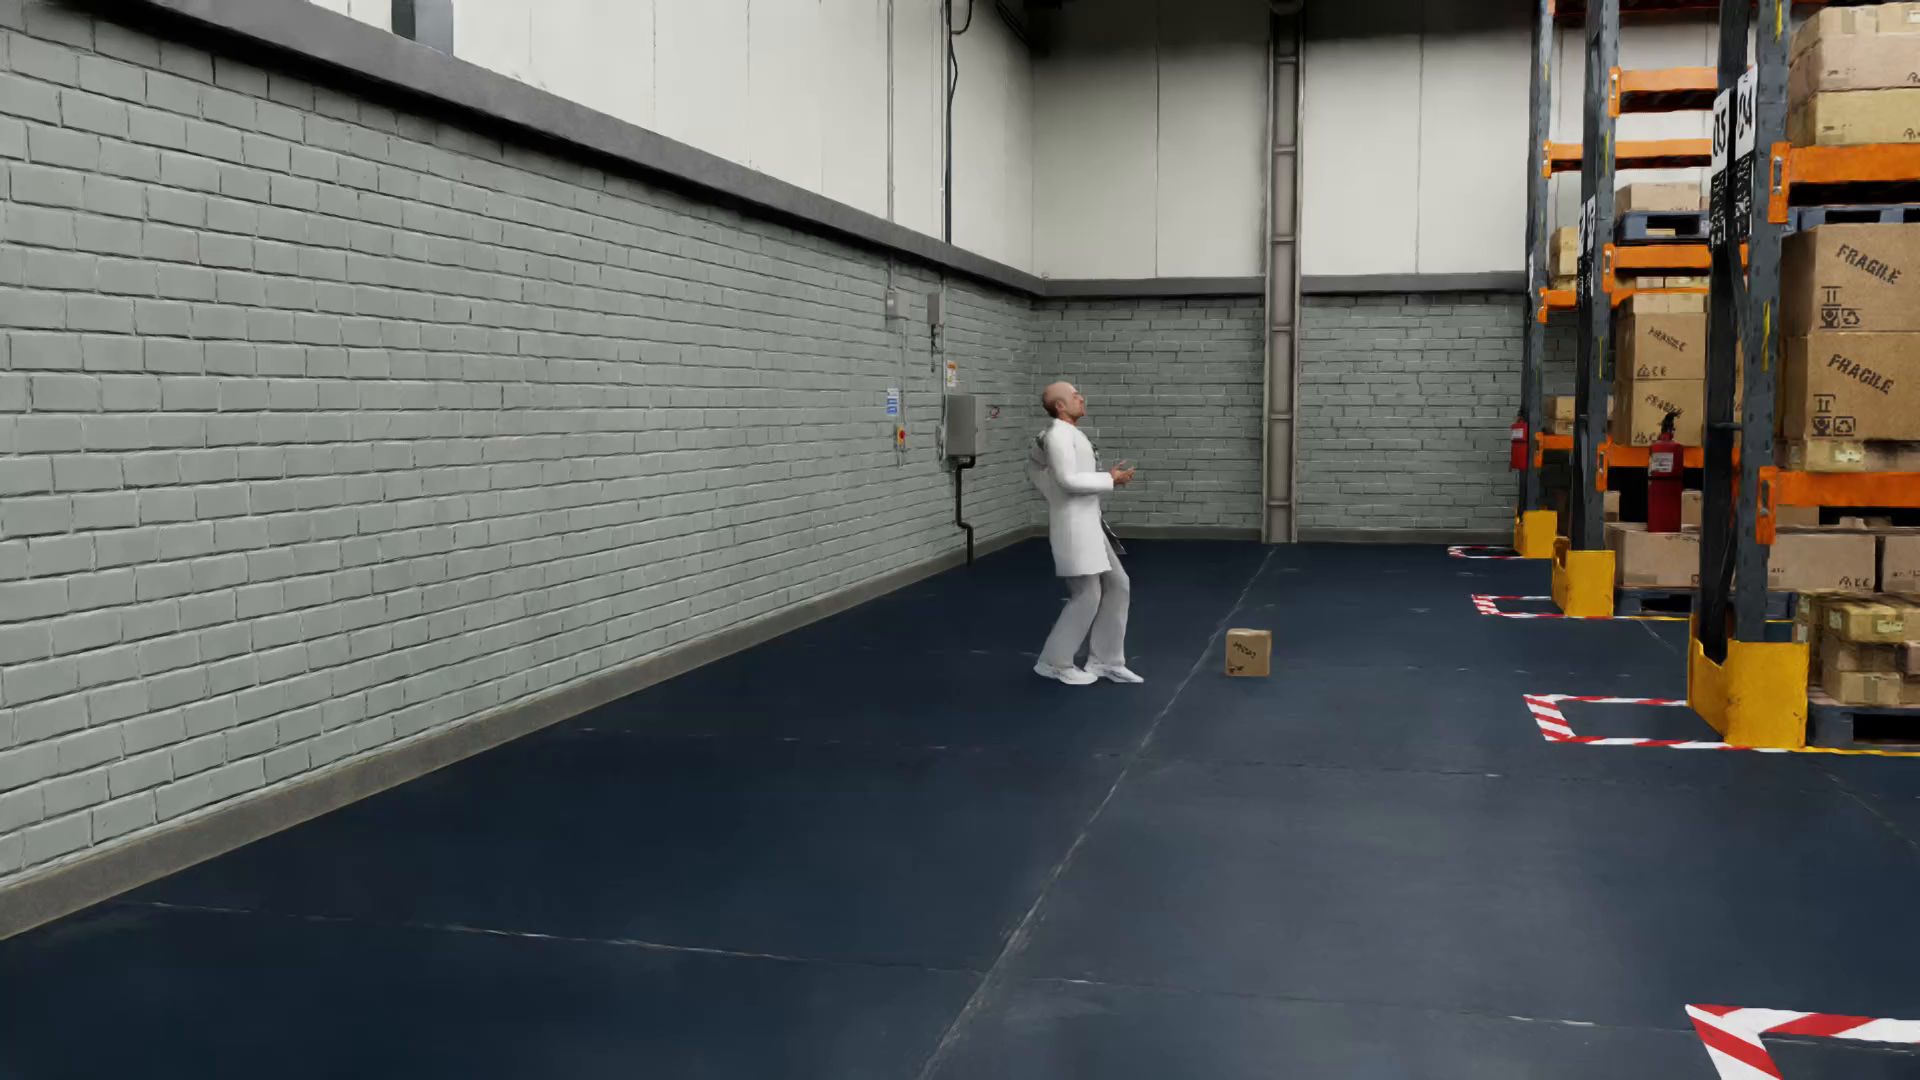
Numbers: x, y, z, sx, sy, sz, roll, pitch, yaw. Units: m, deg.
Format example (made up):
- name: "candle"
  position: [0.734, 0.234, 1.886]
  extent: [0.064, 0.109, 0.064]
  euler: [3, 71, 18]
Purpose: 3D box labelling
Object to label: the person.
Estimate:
- name: "person"
  position: [0.695, -0.027, 9.613]
  extent: [0.736, 1.779, 0.686]
  euler: [1, 5, 12]
